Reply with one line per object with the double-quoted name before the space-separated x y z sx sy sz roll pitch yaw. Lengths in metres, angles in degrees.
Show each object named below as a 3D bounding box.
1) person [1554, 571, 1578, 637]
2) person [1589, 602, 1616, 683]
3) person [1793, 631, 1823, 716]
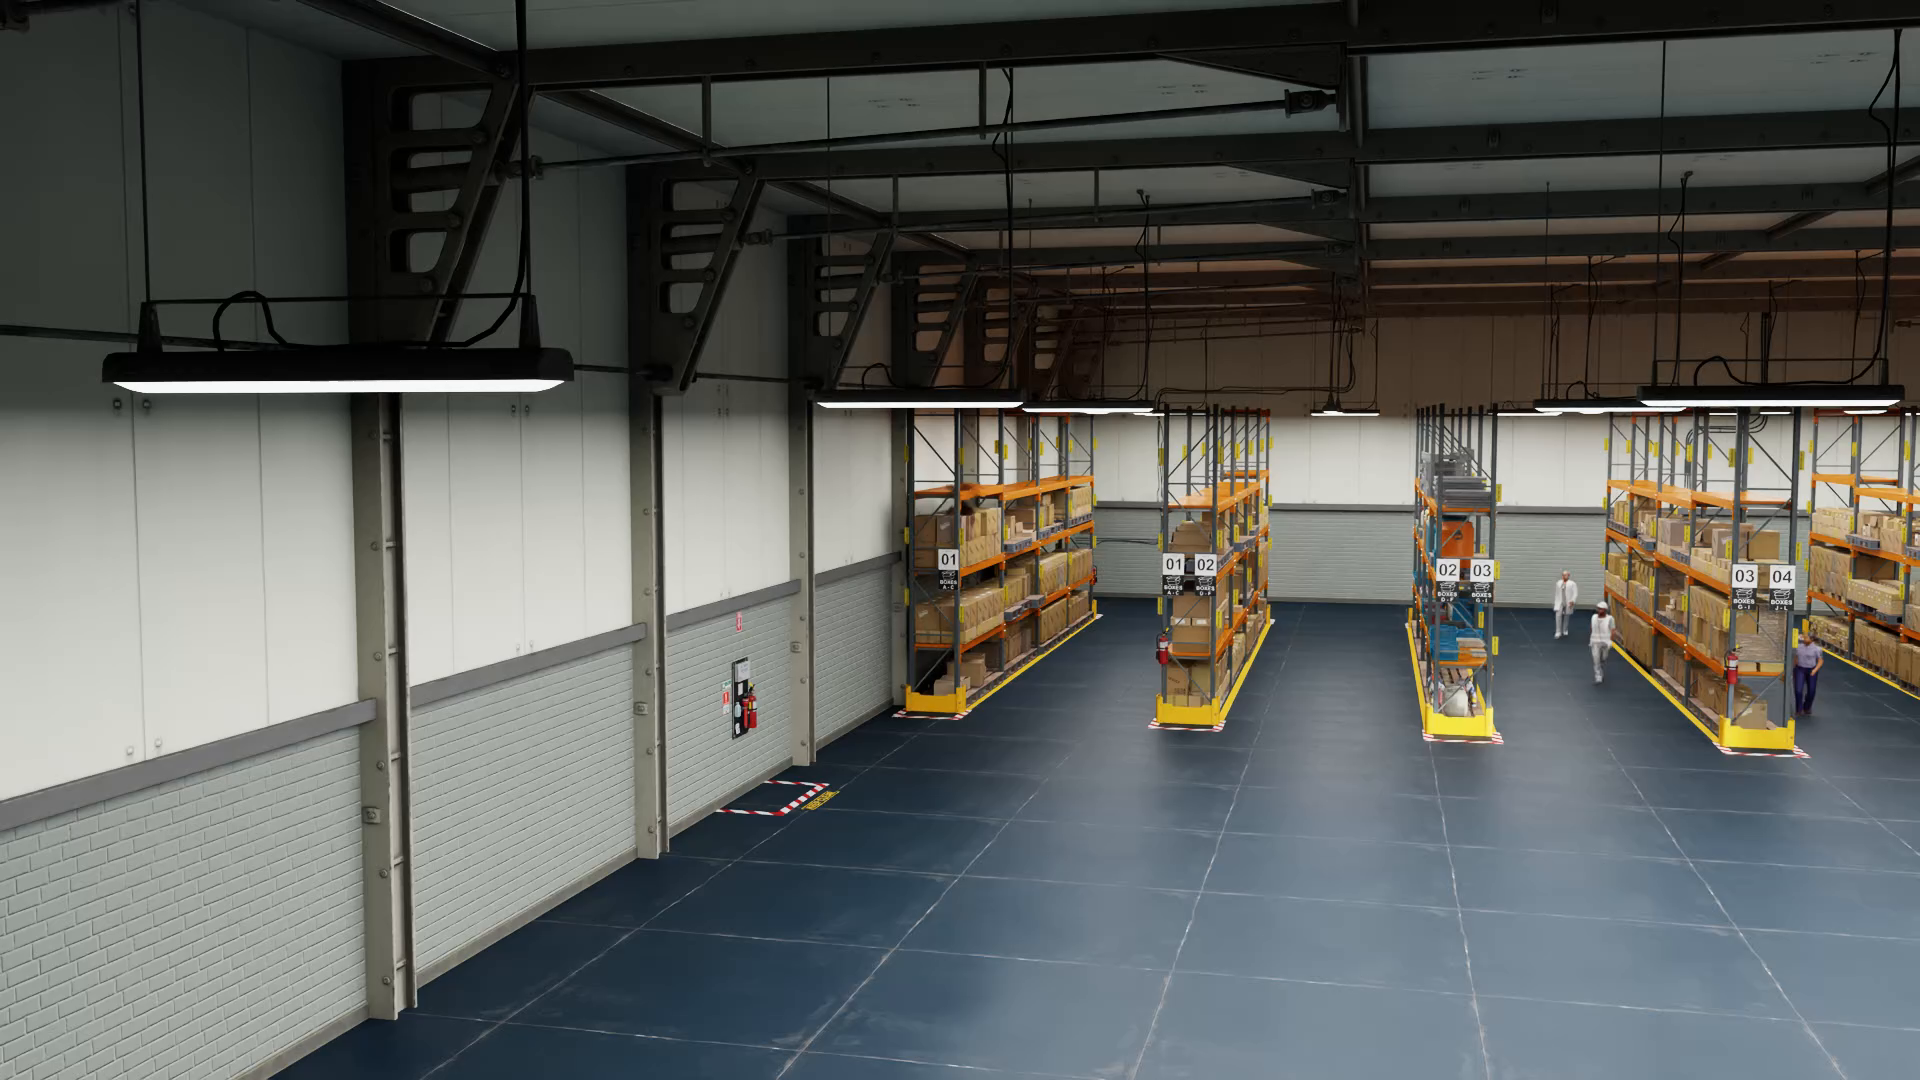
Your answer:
"person" 15.811 1.670 43.419 0.582 1.721 1.106 2 4 21
"person" 13.926 2.211 36.016 0.496 1.730 1.050 1 4 11
"person" 16.361 2.614 32.082 0.489 1.696 0.623 2 4 20
